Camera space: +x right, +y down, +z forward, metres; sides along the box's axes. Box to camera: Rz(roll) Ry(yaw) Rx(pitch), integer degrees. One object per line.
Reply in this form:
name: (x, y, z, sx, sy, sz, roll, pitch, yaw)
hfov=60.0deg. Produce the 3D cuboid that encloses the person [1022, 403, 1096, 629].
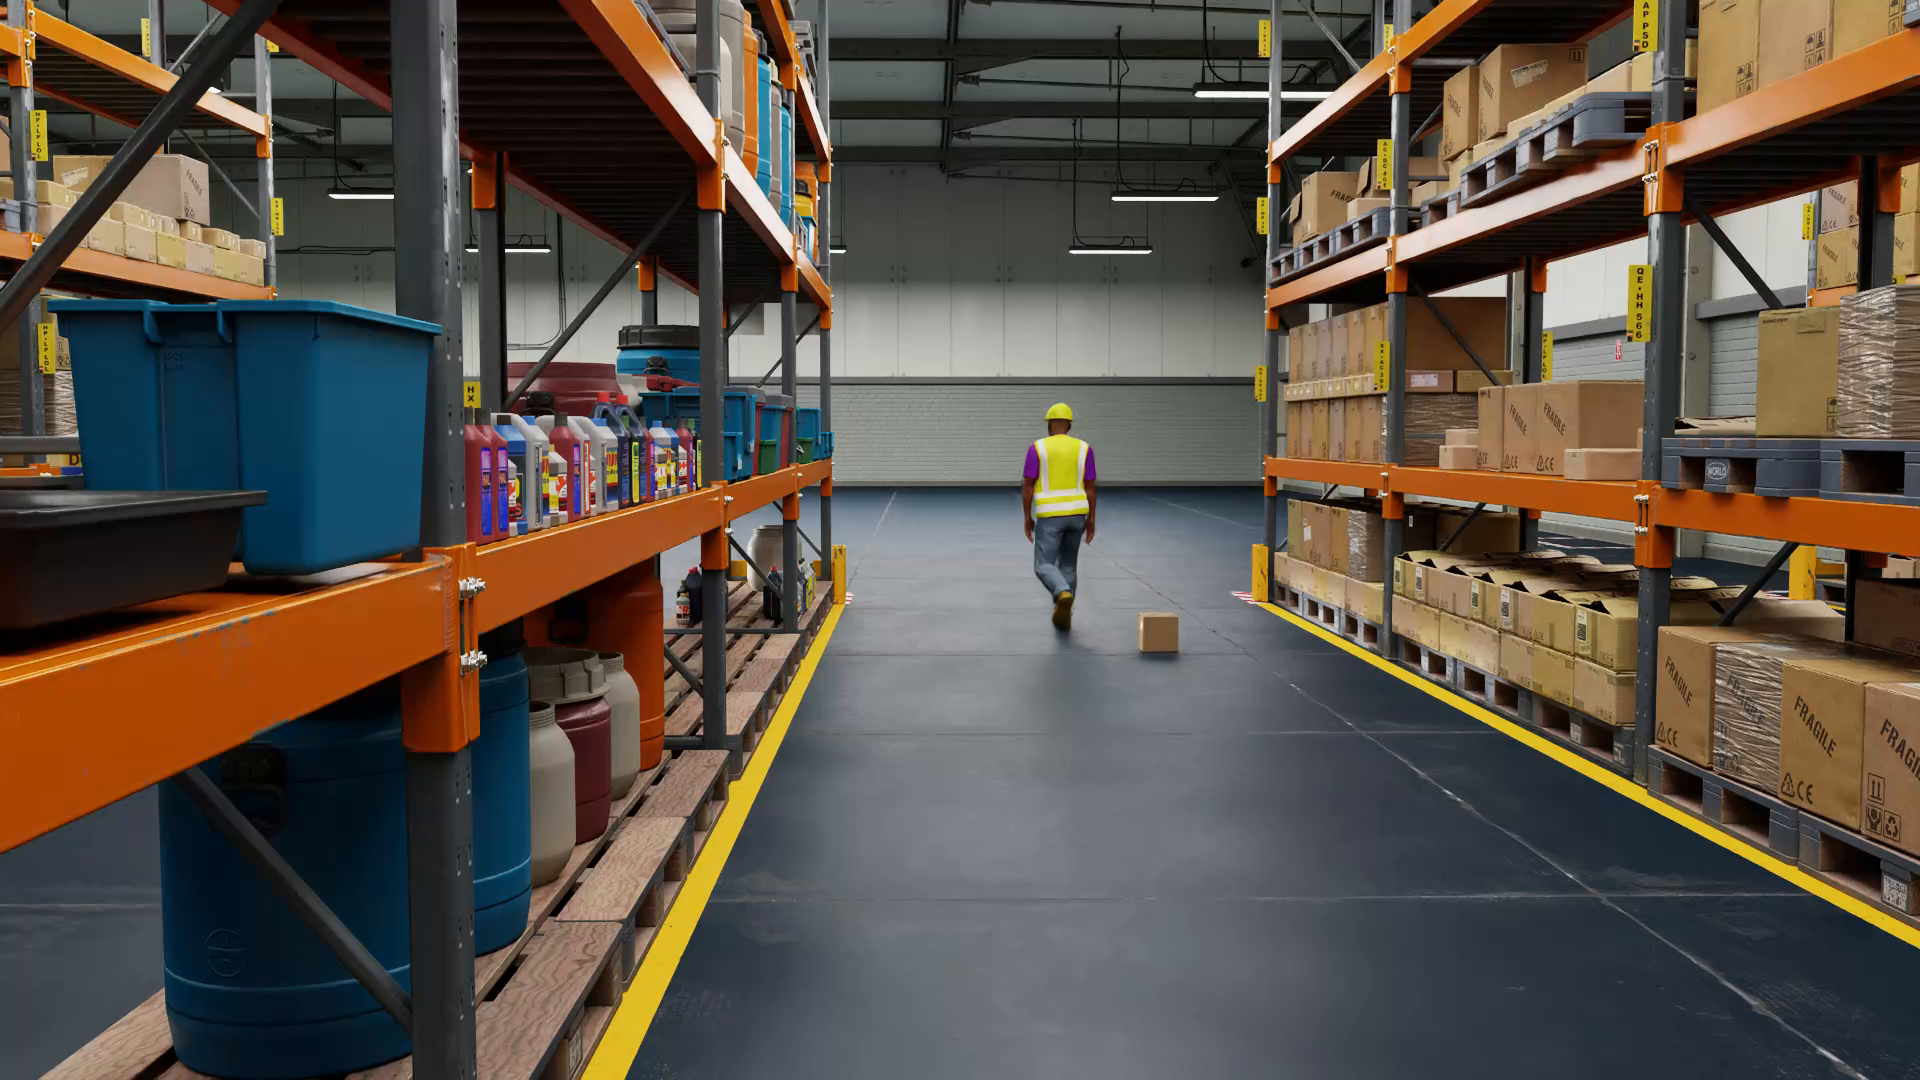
person: (0.769, -0.171, 12.655, 0.577, 1.741, 0.838, -1, 4, -13)
